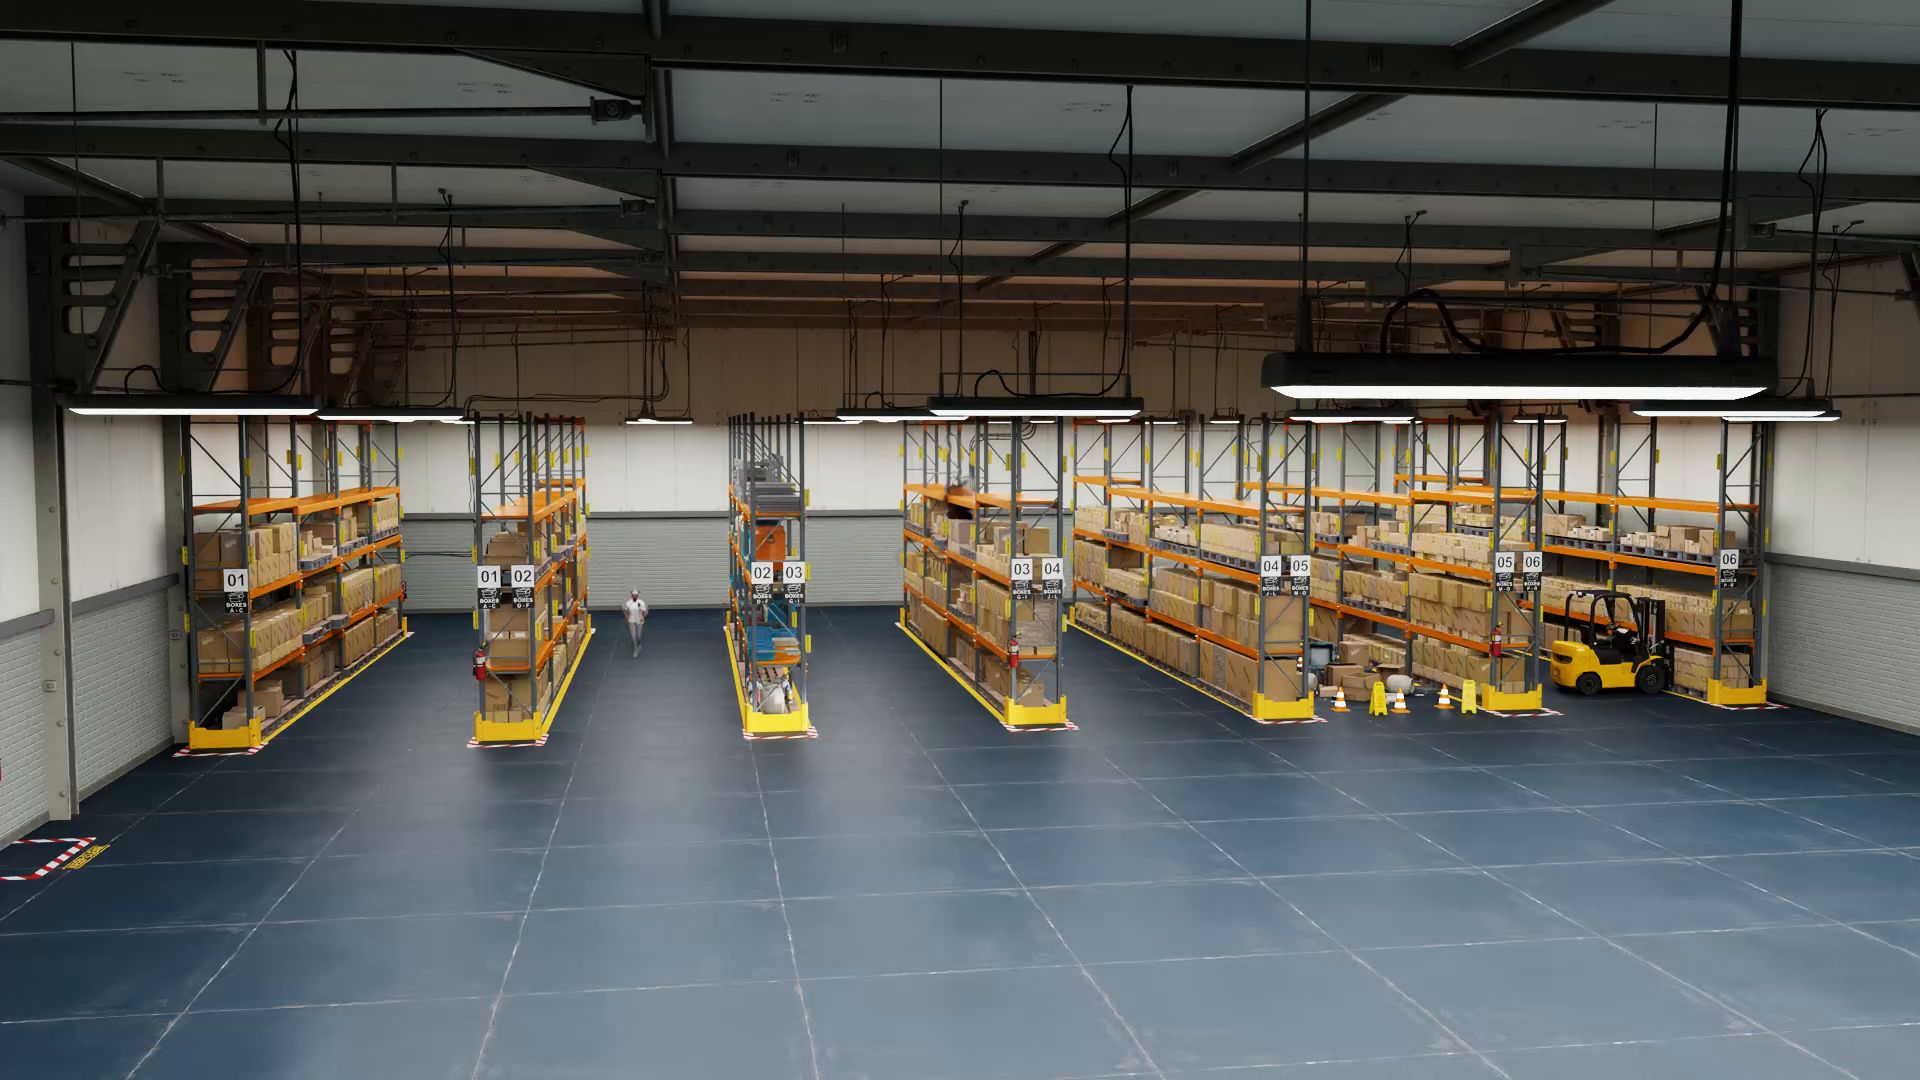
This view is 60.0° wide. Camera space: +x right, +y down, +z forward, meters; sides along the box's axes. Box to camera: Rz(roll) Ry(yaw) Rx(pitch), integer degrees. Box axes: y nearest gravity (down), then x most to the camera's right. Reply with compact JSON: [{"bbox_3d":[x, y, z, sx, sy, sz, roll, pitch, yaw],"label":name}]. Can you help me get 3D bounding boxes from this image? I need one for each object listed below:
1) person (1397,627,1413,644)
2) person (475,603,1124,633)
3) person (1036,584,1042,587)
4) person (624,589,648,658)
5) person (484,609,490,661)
[{"bbox_3d":[11.615,1.961,43.410,0.596,1.649,0.644,-1,4,-10],"label":"person"},{"bbox_3d":[-3.041,1.749,45.516,20.409,1.813,1.907,-2,4,-27],"label":"person"},{"bbox_3d":[2.409,1.570,48.803,0.674,1.652,0.899,4,5,44],"label":"person"},{"bbox_3d":[-8.122,2.063,41.646,0.590,1.683,0.720,-1,4,-9],"label":"person"},{"bbox_3d":[-11.507,2.087,40.594,0.654,1.762,0.799,-1,4,-9],"label":"person"}]
